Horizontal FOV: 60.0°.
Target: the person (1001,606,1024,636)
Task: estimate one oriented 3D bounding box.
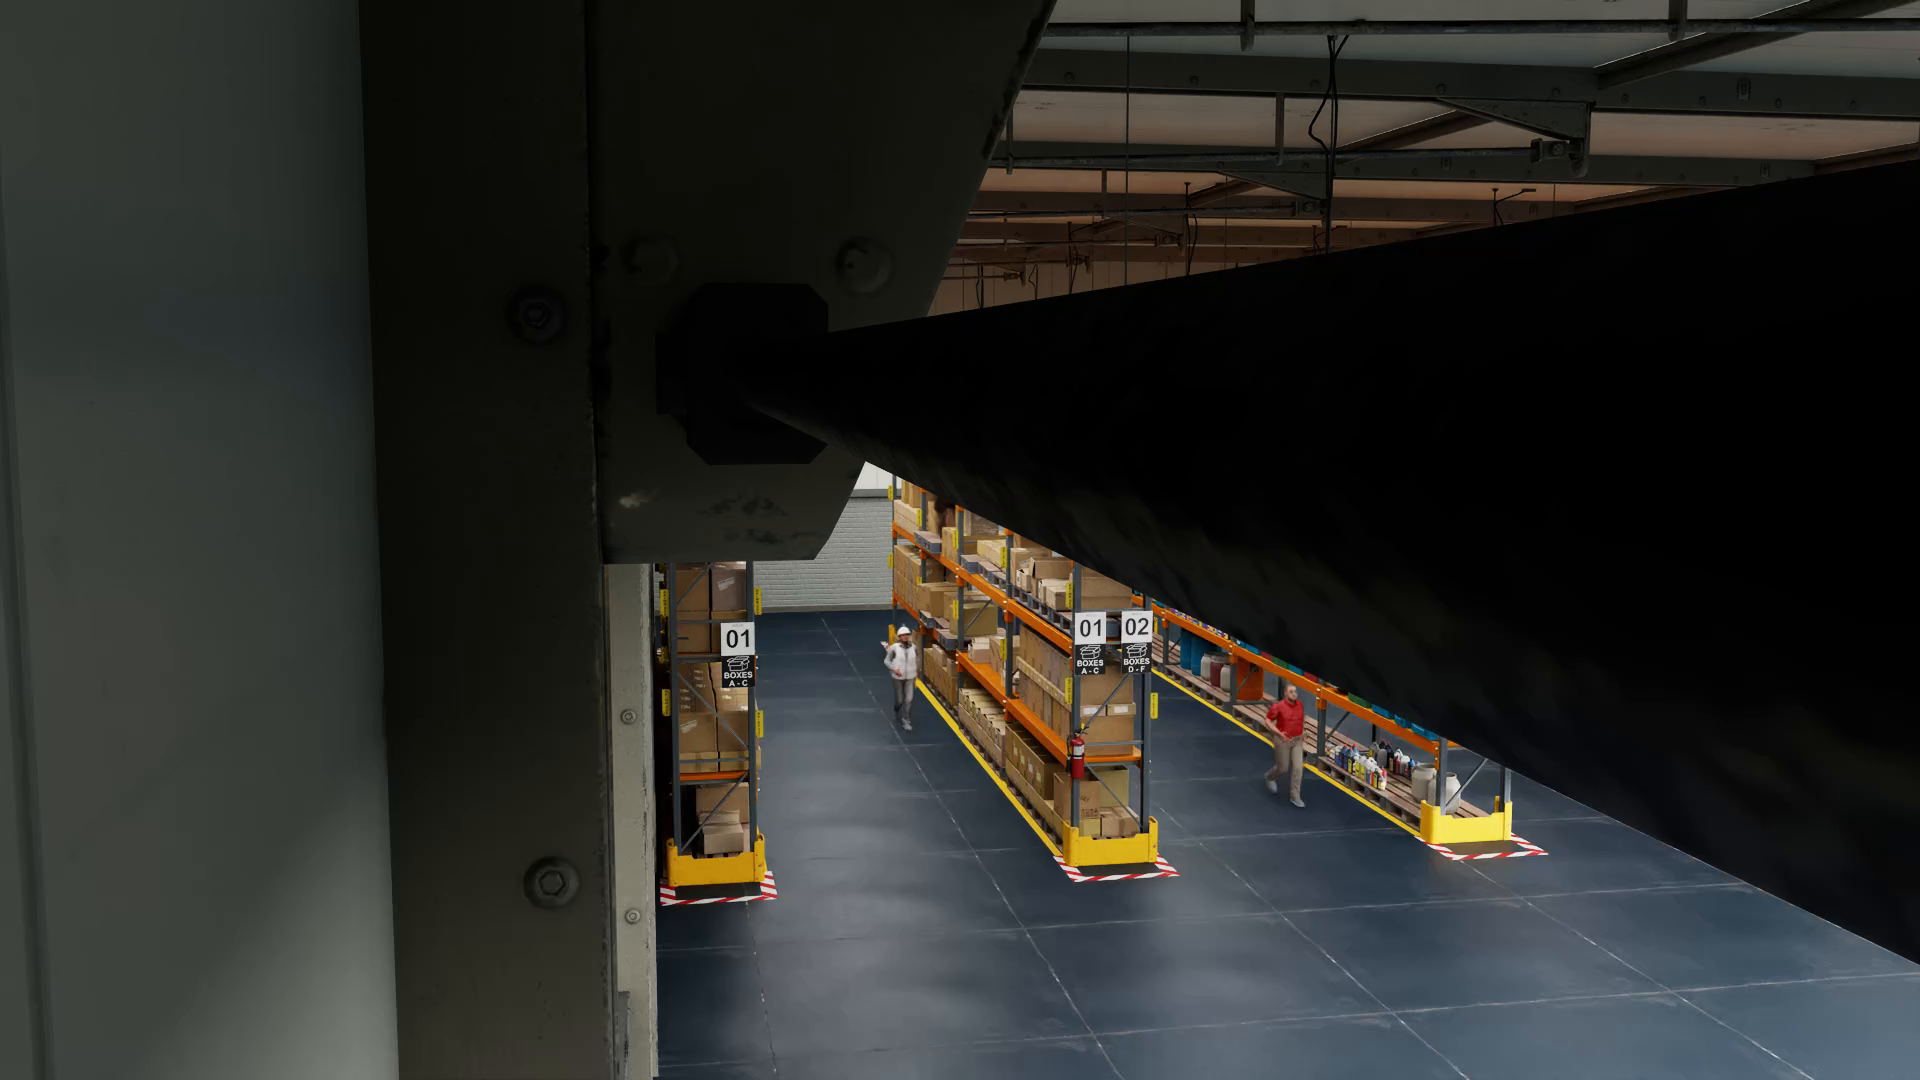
[{"bbox_3d":[1.188,1.684,35.500,0.612,1.662,0.784,-2,6,-18],"label":"person"}]

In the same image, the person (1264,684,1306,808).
[{"bbox_3d":[4.695,2.910,23.859,0.670,1.718,0.883,-2,6,-16],"label":"person"}]

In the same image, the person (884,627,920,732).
[{"bbox_3d":[-0.979,2.368,28.697,0.665,1.763,0.821,-2,6,-15],"label":"person"}]
